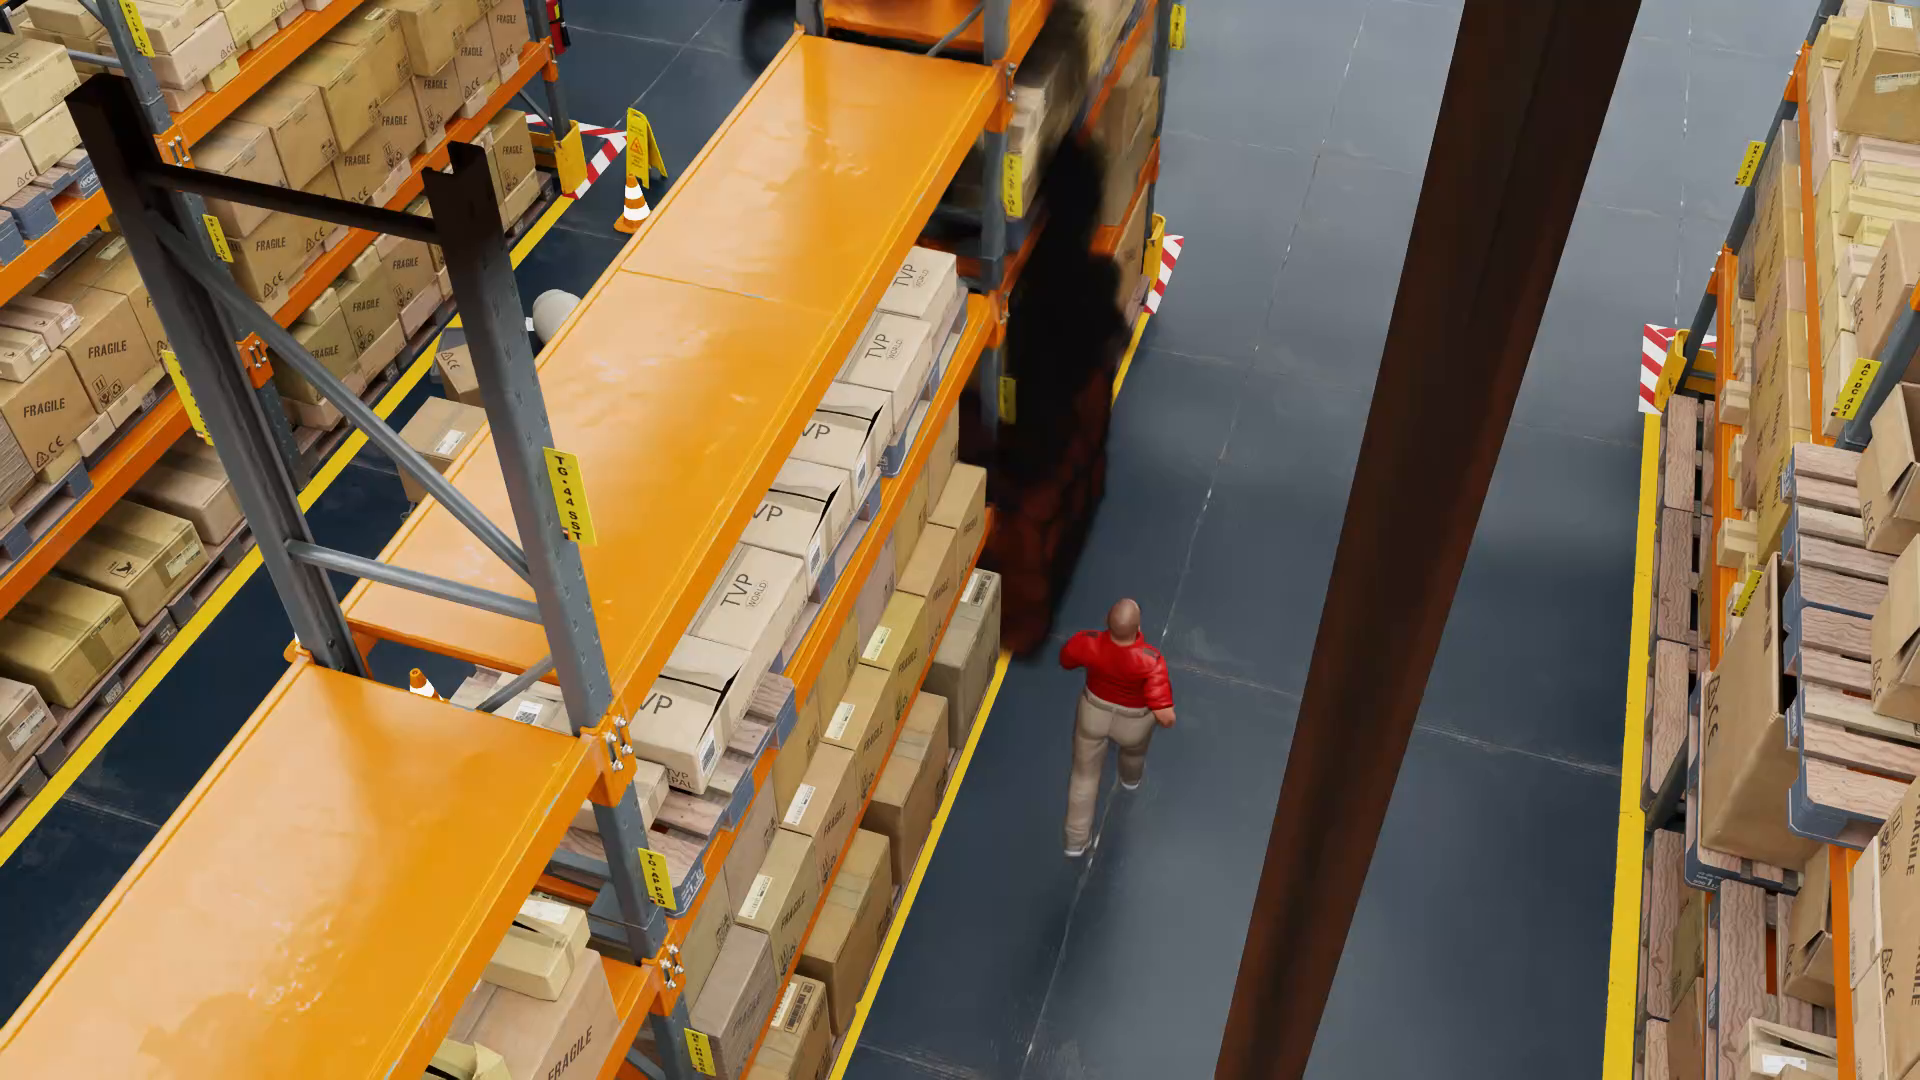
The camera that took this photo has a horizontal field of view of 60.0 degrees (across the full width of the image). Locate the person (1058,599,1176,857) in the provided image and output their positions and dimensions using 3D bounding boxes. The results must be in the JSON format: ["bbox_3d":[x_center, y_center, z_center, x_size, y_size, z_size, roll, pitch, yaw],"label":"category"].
[{"bbox_3d":[0.814,0.899,8.639,0.661,1.768,0.899,13,47,12],"label":"person"}]
